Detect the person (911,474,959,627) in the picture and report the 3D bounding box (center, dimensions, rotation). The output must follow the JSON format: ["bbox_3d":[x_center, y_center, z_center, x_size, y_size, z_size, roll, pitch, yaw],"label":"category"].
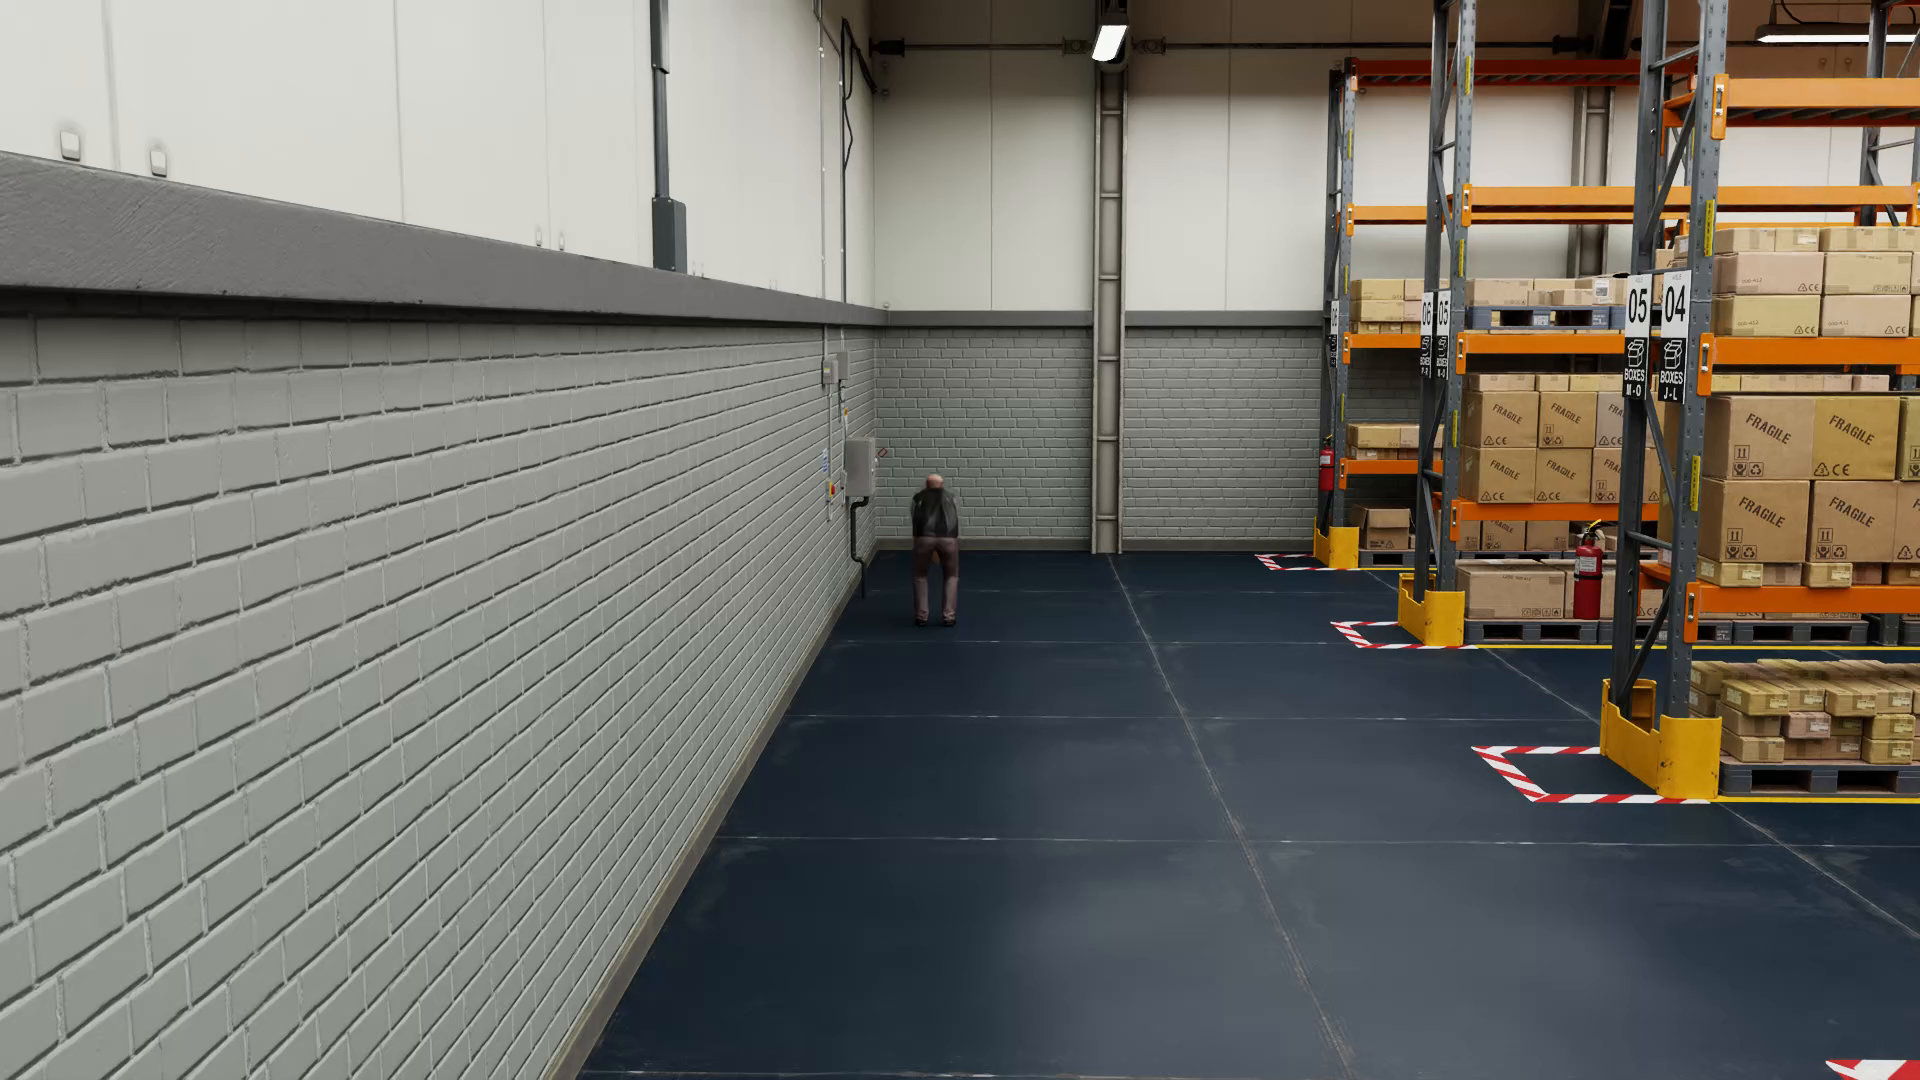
[{"bbox_3d":[-0.250,0.094,16.292,0.470,1.433,0.833,0,7,0],"label":"person"}]
